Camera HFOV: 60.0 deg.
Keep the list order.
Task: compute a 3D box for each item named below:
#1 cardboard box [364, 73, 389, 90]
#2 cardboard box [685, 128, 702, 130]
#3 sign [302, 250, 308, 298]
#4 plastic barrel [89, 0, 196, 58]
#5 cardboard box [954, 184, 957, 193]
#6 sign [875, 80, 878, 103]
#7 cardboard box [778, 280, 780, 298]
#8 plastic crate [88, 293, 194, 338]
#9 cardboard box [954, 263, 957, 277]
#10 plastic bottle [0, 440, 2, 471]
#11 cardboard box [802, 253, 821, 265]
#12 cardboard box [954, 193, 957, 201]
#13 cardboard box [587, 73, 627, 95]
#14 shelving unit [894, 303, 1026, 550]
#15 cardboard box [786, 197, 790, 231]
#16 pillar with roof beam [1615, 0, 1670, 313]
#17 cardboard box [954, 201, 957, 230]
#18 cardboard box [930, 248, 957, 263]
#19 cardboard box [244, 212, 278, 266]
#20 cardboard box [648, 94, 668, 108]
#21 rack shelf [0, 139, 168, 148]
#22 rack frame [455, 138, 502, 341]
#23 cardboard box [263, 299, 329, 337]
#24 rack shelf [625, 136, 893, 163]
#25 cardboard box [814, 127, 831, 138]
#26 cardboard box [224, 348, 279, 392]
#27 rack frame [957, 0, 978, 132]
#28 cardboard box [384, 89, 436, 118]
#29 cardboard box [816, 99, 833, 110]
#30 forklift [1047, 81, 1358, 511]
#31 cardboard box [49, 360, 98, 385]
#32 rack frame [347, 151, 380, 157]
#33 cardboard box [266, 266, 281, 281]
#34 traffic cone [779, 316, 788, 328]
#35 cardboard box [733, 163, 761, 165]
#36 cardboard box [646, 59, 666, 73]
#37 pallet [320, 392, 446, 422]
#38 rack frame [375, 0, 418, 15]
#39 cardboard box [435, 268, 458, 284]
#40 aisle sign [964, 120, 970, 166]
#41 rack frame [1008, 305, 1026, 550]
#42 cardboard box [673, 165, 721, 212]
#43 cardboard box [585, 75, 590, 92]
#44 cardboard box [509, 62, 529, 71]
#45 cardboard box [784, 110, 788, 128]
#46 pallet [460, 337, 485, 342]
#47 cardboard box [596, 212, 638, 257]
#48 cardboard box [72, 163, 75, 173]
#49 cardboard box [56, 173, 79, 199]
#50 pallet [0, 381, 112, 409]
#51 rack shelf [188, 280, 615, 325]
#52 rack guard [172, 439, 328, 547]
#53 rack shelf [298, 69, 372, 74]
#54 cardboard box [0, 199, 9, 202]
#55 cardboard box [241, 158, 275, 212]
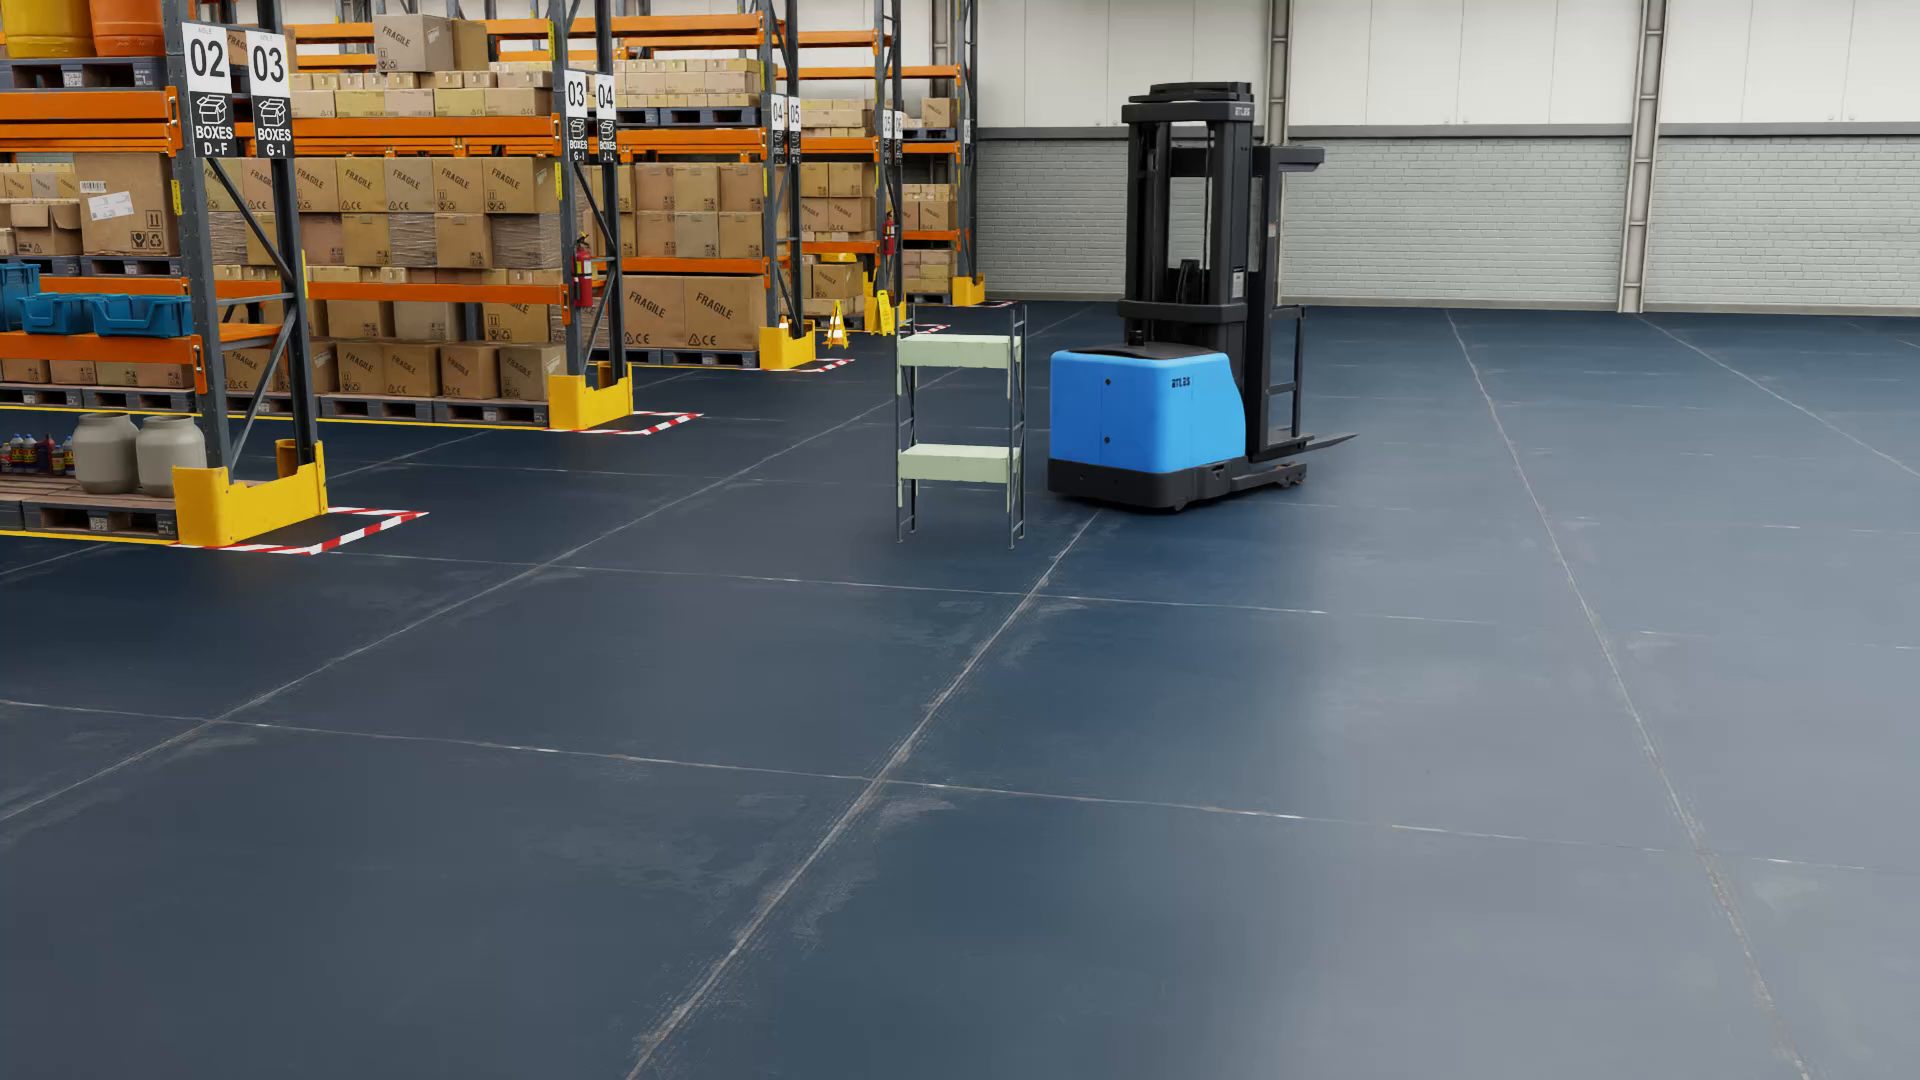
[{"bbox_3d":[-5.288,-4.224,15.350,0.250,0.149,0.380,2,13,11],"label":"cardboard box"},{"bbox_3d":[-3.951,-6.126,25.075,0.250,0.149,0.380,3,13,15],"label":"cardboard box"},{"bbox_3d":[-4.478,-1.806,11.309,0.005,0.325,0.100,3,13,14],"label":"sign"},{"bbox_3d":[-5.117,-3.433,10.395,0.708,0.830,0.600,3,13,14],"label":"plastic barrel"},{"bbox_3d":[-0.142,-6.298,29.779,0.250,0.149,0.380,3,13,12],"label":"cardboard box"},{"bbox_3d":[-1.206,-6.462,23.964,0.005,0.325,0.100,3,13,14],"label":"sign"},{"bbox_3d":[-2.889,-3.950,25.261,0.500,0.500,0.500,3,13,12],"label":"cardboard box"},{"bbox_3d":[-5.172,-1.446,10.668,0.616,0.251,0.499,3,13,14],"label":"plastic crate"},{"bbox_3d":[-0.274,-4.900,30.116,0.500,0.250,0.500,3,13,15],"label":"cardboard box"},{"bbox_3d":[-6.926,-0.631,11.937,0.097,0.271,0.097,0,13,0],"label":"plastic bottle"},{"bbox_3d":[-2.266,-4.218,24.969,0.250,0.149,0.380,3,13,15],"label":"cardboard box"},{"bbox_3d":[-0.135,-6.162,29.856,0.250,0.149,0.380,3,13,12],"label":"cardboard box"},{"bbox_3d":[-4.145,-5.470,19.997,0.500,0.250,0.500,3,13,14],"label":"cardboard box"},{"bbox_3d":[0.006,-0.732,10.570,0.755,1.500,0.431,3,13,14],"label":"shelving unit"},{"bbox_3d":[-2.616,-4.899,24.970,0.500,0.500,0.500,3,13,13],"label":"cardboard box"},{"bbox_3d":[10.291,-7.351,23.091,0.400,9.000,9.100,3,13,14],"label":"pillar with roof beam"},{"bbox_3d":[-0.282,-5.858,29.980,0.500,0.500,0.500,3,13,15],"label":"cardboard box"},{"bbox_3d":[-0.289,-5.140,30.047,0.500,0.250,0.500,3,13,13],"label":"cardboard box"},{"bbox_3d":[-6.412,-2.929,16.091,0.500,0.500,0.875,3,13,14],"label":"cardboard box"},{"bbox_3d":[-3.534,-5.229,19.831,0.250,0.149,0.380,3,13,13],"label":"cardboard box"},{"bbox_3d":[-11.850,-5.267,22.282,4.000,0.370,1.077,3,13,14],"label":"rack shelf"},{"bbox_3d":[-6.025,-3.842,21.126,0.127,3.000,1.000,3,13,14],"label":"rack frame"},{"bbox_3d":[-8.489,-3.061,21.831,0.750,0.750,1.050,3,13,14],"label":"cardboard box"},{"bbox_3d":[-2.995,-5.898,25.127,4.000,0.370,1.077,3,13,14],"label":"rack shelf"},{"bbox_3d":[-1.966,-6.009,24.548,0.250,0.149,0.380,3,13,15],"label":"cardboard box"},{"bbox_3d":[-6.932,-1.760,16.542,0.500,0.500,0.500,3,13,12],"label":"cardboard box"},{"bbox_3d":[0.132,-8.654,28.962,0.127,3.000,1.000,3,13,14],"label":"rack frame"},{"bbox_3d":[-4.937,-4.013,15.318,0.500,0.250,0.500,3,13,15],"label":"cardboard box"},{"bbox_3d":[-1.946,-6.398,24.460,0.250,0.149,0.380,3,13,13],"label":"cardboard box"},{"bbox_3d":[1.995,-1.889,12.479,1.130,2.935,3.031,11,17,41],"label":"forklift"},{"bbox_3d":[-8.904,-1.893,17.095,0.500,0.500,0.700,2,13,9],"label":"cardboard box"},{"bbox_3d":[-11.518,-6.347,32.418,0.127,3.000,1.000,3,13,14],"label":"rack frame"},{"bbox_3d":[-6.440,-2.573,15.988,0.250,0.149,0.380,3,13,14],"label":"cardboard box"},{"bbox_3d":[-2.316,-2.722,21.935,0.334,0.463,0.336,3,13,14],"label":"traffic cone"},{"bbox_3d":[-3.062,-5.431,25.063,0.500,0.500,0.700,3,13,13],"label":"cardboard box"},{"bbox_3d":[-3.534,-5.618,19.746,0.250,0.149,0.380,3,13,14],"label":"cardboard box"},{"bbox_3d":[-5.462,-1.353,16.344,1.213,0.211,1.003,3,13,14],"label":"pallet"},{"bbox_3d":[-8.820,-8.025,26.127,0.127,3.000,1.000,3,13,14],"label":"rack frame"},{"bbox_3d":[-4.723,-2.499,15.651,0.250,0.149,0.380,3,13,14],"label":"cardboard box"},{"bbox_3d":[0.126,-6.929,29.036,0.004,0.787,0.394,3,13,14],"label":"aisle sign"},{"bbox_3d":[0.362,-0.713,10.484,0.023,1.500,0.400,3,13,14],"label":"rack frame"},{"bbox_3d":[-3.048,-4.272,20.222,0.550,0.550,0.875,3,13,14],"label":"cardboard box"},{"bbox_3d":[-3.640,-4.246,15.445,0.250,0.149,0.380,3,13,13],"label":"cardboard box"},{"bbox_3d":[-5.259,-5.710,20.160,0.250,0.149,0.380,3,13,13],"label":"cardboard box"},{"bbox_3d":[-2.607,-6.239,24.665,0.500,0.250,0.500,3,13,15],"label":"cardboard box"},{"bbox_3d":[-6.792,-2.505,21.537,1.213,0.211,1.003,3,13,14],"label":"pallet"},{"bbox_3d":[-4.089,-3.816,20.661,0.500,0.550,0.875,3,13,14],"label":"cardboard box"},{"bbox_3d":[-14.547,-6.195,27.696,0.250,0.149,0.380,3,13,14],"label":"cardboard box"},{"bbox_3d":[-14.700,-5.887,27.804,0.500,0.500,0.500,3,13,14],"label":"cardboard box"},{"bbox_3d":[-9.255,-1.546,17.215,1.213,0.211,1.003,3,13,14],"label":"pallet"},{"bbox_3d":[-5.369,-2.349,16.059,4.000,0.370,1.077,3,13,14],"label":"rack shelf"},{"bbox_3d":[-4.699,-0.329,11.062,0.348,0.500,1.175,3,13,14],"label":"rack guard"},{"bbox_3d":[-13.460,-9.027,32.315,4.000,0.370,1.077,3,13,14],"label":"rack shelf"},{"bbox_3d":[-12.757,-4.472,22.204,0.250,0.149,0.380,3,13,13],"label":"cardboard box"},{"bbox_3d":[-6.449,-3.384,15.835,0.500,0.500,0.500,3,13,14],"label":"cardboard box"}]
